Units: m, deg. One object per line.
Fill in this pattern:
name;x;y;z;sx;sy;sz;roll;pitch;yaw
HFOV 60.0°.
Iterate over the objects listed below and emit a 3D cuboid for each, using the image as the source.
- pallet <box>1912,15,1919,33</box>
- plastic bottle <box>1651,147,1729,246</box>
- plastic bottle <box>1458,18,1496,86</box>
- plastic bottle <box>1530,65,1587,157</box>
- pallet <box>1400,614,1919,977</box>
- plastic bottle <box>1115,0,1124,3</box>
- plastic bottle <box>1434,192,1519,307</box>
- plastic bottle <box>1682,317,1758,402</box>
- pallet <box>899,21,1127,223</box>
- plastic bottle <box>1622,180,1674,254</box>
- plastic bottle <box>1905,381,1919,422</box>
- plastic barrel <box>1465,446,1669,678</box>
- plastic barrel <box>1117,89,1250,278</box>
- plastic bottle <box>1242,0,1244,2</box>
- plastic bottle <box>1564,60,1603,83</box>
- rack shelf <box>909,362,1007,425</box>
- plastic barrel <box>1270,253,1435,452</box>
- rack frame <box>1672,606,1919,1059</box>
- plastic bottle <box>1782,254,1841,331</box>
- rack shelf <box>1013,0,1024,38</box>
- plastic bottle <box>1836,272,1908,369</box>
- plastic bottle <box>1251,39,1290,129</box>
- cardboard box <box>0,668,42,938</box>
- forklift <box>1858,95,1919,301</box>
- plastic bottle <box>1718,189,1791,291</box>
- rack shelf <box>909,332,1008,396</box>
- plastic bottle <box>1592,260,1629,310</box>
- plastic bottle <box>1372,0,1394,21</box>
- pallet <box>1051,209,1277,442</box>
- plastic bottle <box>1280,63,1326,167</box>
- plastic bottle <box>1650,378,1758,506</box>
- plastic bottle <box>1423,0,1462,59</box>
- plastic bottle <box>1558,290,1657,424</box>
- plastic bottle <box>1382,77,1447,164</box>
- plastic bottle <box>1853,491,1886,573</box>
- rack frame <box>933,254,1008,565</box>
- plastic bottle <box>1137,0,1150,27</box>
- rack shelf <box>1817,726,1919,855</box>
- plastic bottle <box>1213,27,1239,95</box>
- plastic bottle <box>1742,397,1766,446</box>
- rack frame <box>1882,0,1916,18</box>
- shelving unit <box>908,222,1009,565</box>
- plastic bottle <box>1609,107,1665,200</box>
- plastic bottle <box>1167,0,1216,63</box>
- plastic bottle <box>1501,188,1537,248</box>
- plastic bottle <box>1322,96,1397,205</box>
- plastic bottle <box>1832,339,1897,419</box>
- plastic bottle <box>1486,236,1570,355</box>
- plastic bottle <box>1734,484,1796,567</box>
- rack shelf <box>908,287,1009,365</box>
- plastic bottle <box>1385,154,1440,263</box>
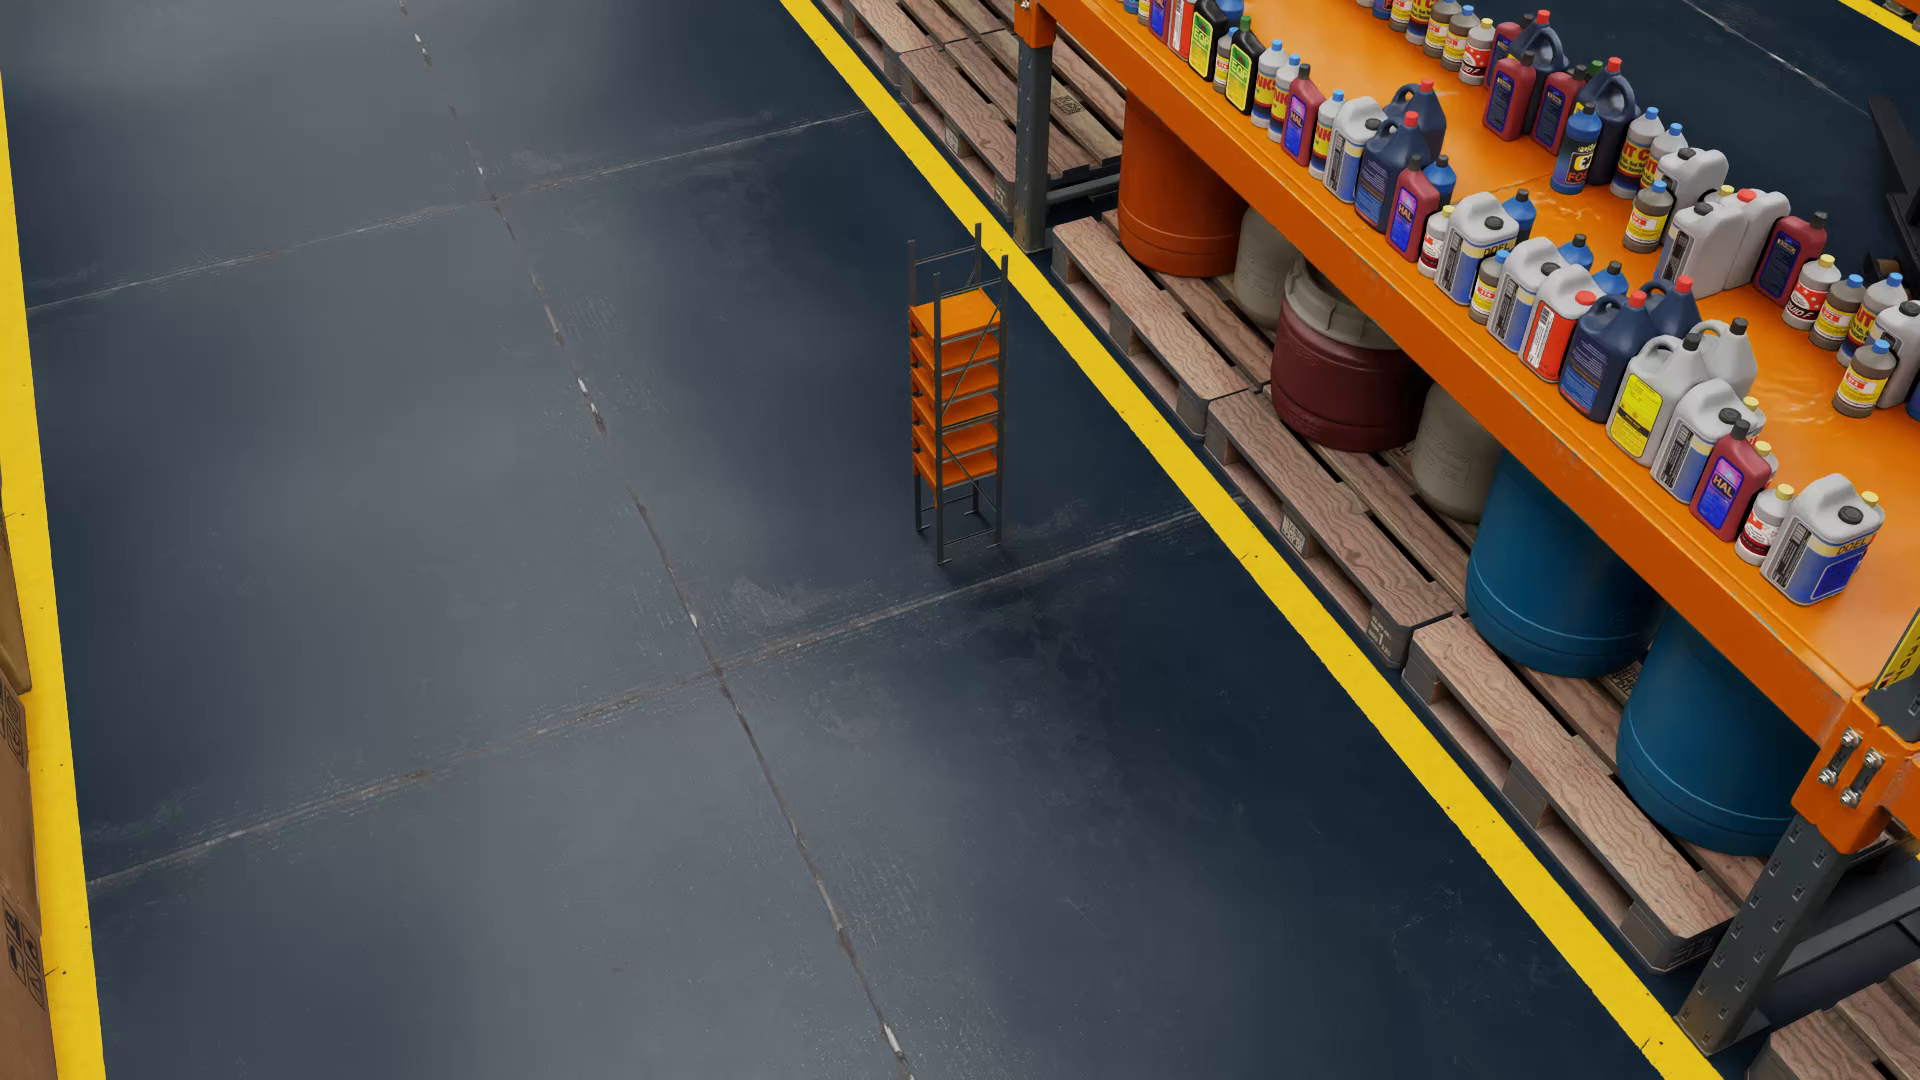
pallet;5.478;-2.422;8.054;1.003;0.211;1.213;-18;47;-17
plastic bottle;2.049;-0.993;4.709;0.152;0.276;0.135;-18;47;-17
plastic bottle;1.676;-1.578;5.355;0.097;0.201;0.097;0;45;0
plastic bottle;1.819;-1.318;5.033;0.061;0.283;0.133;-18;47;-17
pallet;2.098;0.597;4.995;1.003;0.211;1.213;-18;47;-17
plastic bottle;0.592;-2.025;5.755;0.152;0.276;0.135;-18;47;-17
plastic bottle;1.406;-0.791;4.504;0.152;0.276;0.135;-18;47;-17
plastic bottle;1.832;-0.406;4.061;0.144;0.351;0.185;-18;47;-17
pallet;0.412;-1.953;7.579;1.003;0.211;1.213;-18;47;-17
plastic bottle;1.944;-0.918;4.686;0.097;0.201;0.097;0;45;0
plastic bottle;2.456;-0.421;4.132;0.097;0.271;0.097;0;45;0
plastic barrel;1.874;-0.097;4.908;0.600;0.901;0.708;-18;47;-17
plastic barrel;0.924;-1.511;6.392;0.600;0.830;0.708;-18;47;-17
plastic bottle;0.892;-1.753;5.532;0.097;0.201;0.097;0;45;0
plastic bottle;1.875;-1.336;5.052;0.061;0.283;0.133;-18;47;-17
rack shelf;-0.006;-0.490;5.285;0.258;0.103;0.180;-18;47;-17
plastic barrel;1.399;-0.705;5.747;0.600;0.588;0.708;-18;47;-17
rack frame;2.385;0.108;3.505;1.000;3.000;0.127;-18;47;-17
plastic bottle;2.276;-0.668;4.432;0.097;0.201;0.097;0;45;0
rack shelf;-0.138;-3.459;7.632;1.077;0.370;4.000;-18;47;-17
plastic bottle;2.358;-0.568;4.282;0.097;0.271;0.097;0;45;0
plastic bottle;0.963;-1.415;5.140;0.097;0.271;0.097;0;45;0
cardboard box;-3.152;0.645;4.174;1.225;0.875;0.875;-18;47;-17
forklift;4.160;-1.790;5.477;1.130;2.935;3.031;7;45;7
plastic bottle;2.147;-0.845;4.559;0.152;0.276;0.135;-18;47;-17
rack shelf;-0.006;-0.576;5.201;0.258;0.103;0.180;-18;47;-17
plastic bottle;1.666;-0.604;4.319;0.097;0.271;0.097;0;45;0
plastic bottle;1.471;-1.913;5.645;0.097;0.271;0.097;0;45;0
pallet;1.072;-0.958;6.571;1.003;0.211;1.213;-18;47;-17
plastic bottle;1.036;-1.278;4.993;0.061;0.283;0.133;-18;47;-17
plastic bottle;1.772;-0.236;3.942;0.152;0.276;0.135;-18;47;-17
plastic bottle;1.594;-1.702;5.481;0.097;0.201;0.097;0;45;0
plastic bottle;1.624;-0.481;4.137;0.144;0.351;0.185;-18;47;-17
plastic bottle;1.320;-1.196;4.861;0.144;0.351;0.185;-18;47;-17
plastic bottle;2.031;-0.025;3.781;0.097;0.201;0.097;0;45;0
rack frame;0.032;-0.378;5.279;0.240;1.200;0.006;-18;47;-17
plastic bottle;0.656;-1.855;5.636;0.097;0.201;0.097;0;45;0
rack shelf;3.226;1.639;2.466;1.077;0.370;4.000;-18;47;-17
plastic bottle;0.866;-1.537;5.313;0.097;0.201;0.097;0;45;0
plastic bottle;1.878;-0.258;4.017;0.097;0.201;0.097;0;45;0
rack frame;5.199;-3.901;7.568;1.000;3.000;0.127;-18;47;-17
shelving unit;-0.006;-0.436;5.338;0.258;1.200;0.189;-18;47;-17
plastic bottle;1.984;-1.135;4.856;0.097;0.271;0.097;0;45;0
plastic bottle;0.786;-1.730;5.456;0.152;0.276;0.135;-18;47;-17
plastic bottle;1.511;-0.838;4.555;0.097;0.271;0.097;0;45;0
plastic bottle;1.175;-1.142;4.860;0.152;0.276;0.135;-18;47;-17
plastic bottle;2.277;-0.413;4.174;0.097;0.201;0.097;0;45;0
plastic bottle;1.504;-0.643;4.354;0.152;0.276;0.135;-18;47;-17
plastic bottle;1.852;-0.042;3.799;0.097;0.201;0.097;0;45;0
rack shelf;-0.006;-0.661;5.116;0.258;0.103;0.180;-18;47;-17
plastic bottle;1.267;-0.927;4.637;0.061;0.283;0.133;-18;47;-17
